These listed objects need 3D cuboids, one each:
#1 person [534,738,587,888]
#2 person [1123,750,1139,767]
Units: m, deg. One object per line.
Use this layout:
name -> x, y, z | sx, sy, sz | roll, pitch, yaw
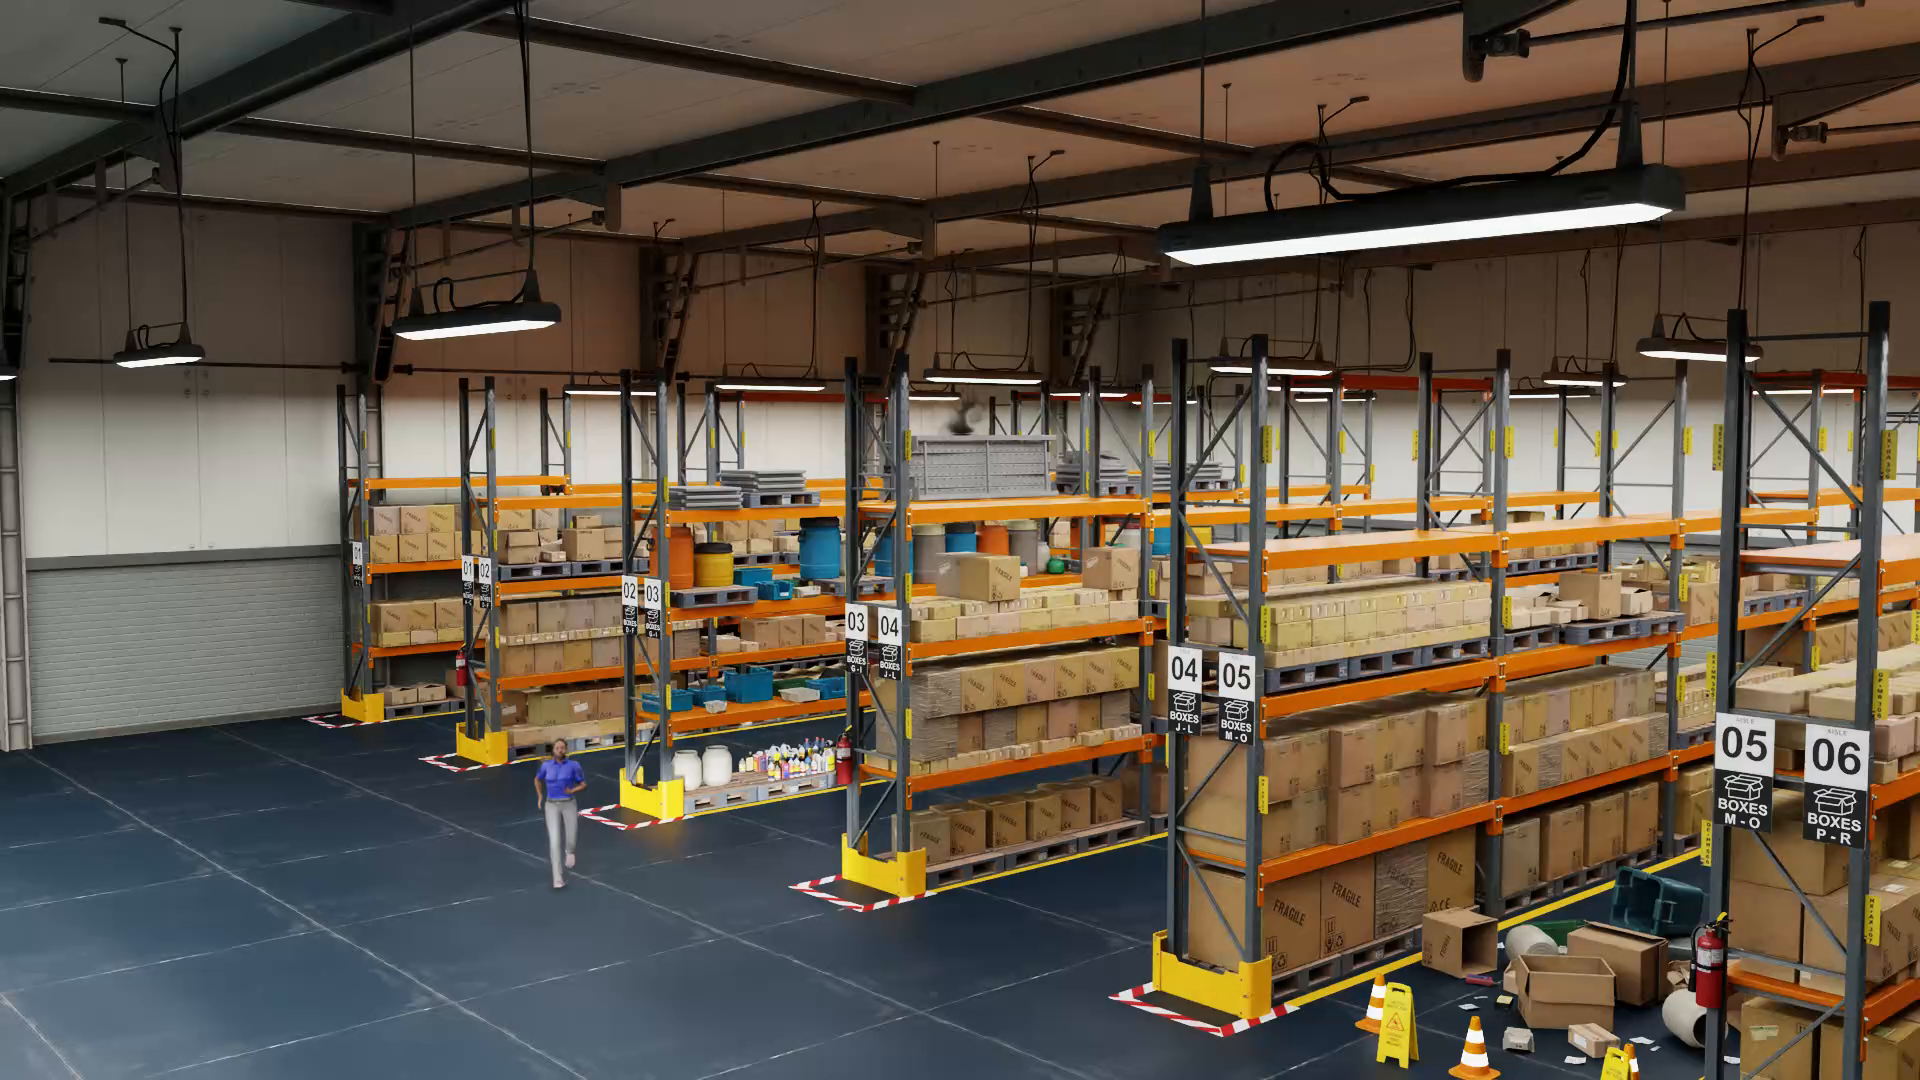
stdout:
person -> -4.590, 3.082, 19.075 | 0.567, 1.628, 0.898 | -1, 4, -13
person -> 2.494, 2.686, 24.098 | 0.840, 1.818, 0.635 | -3, 5, -40
